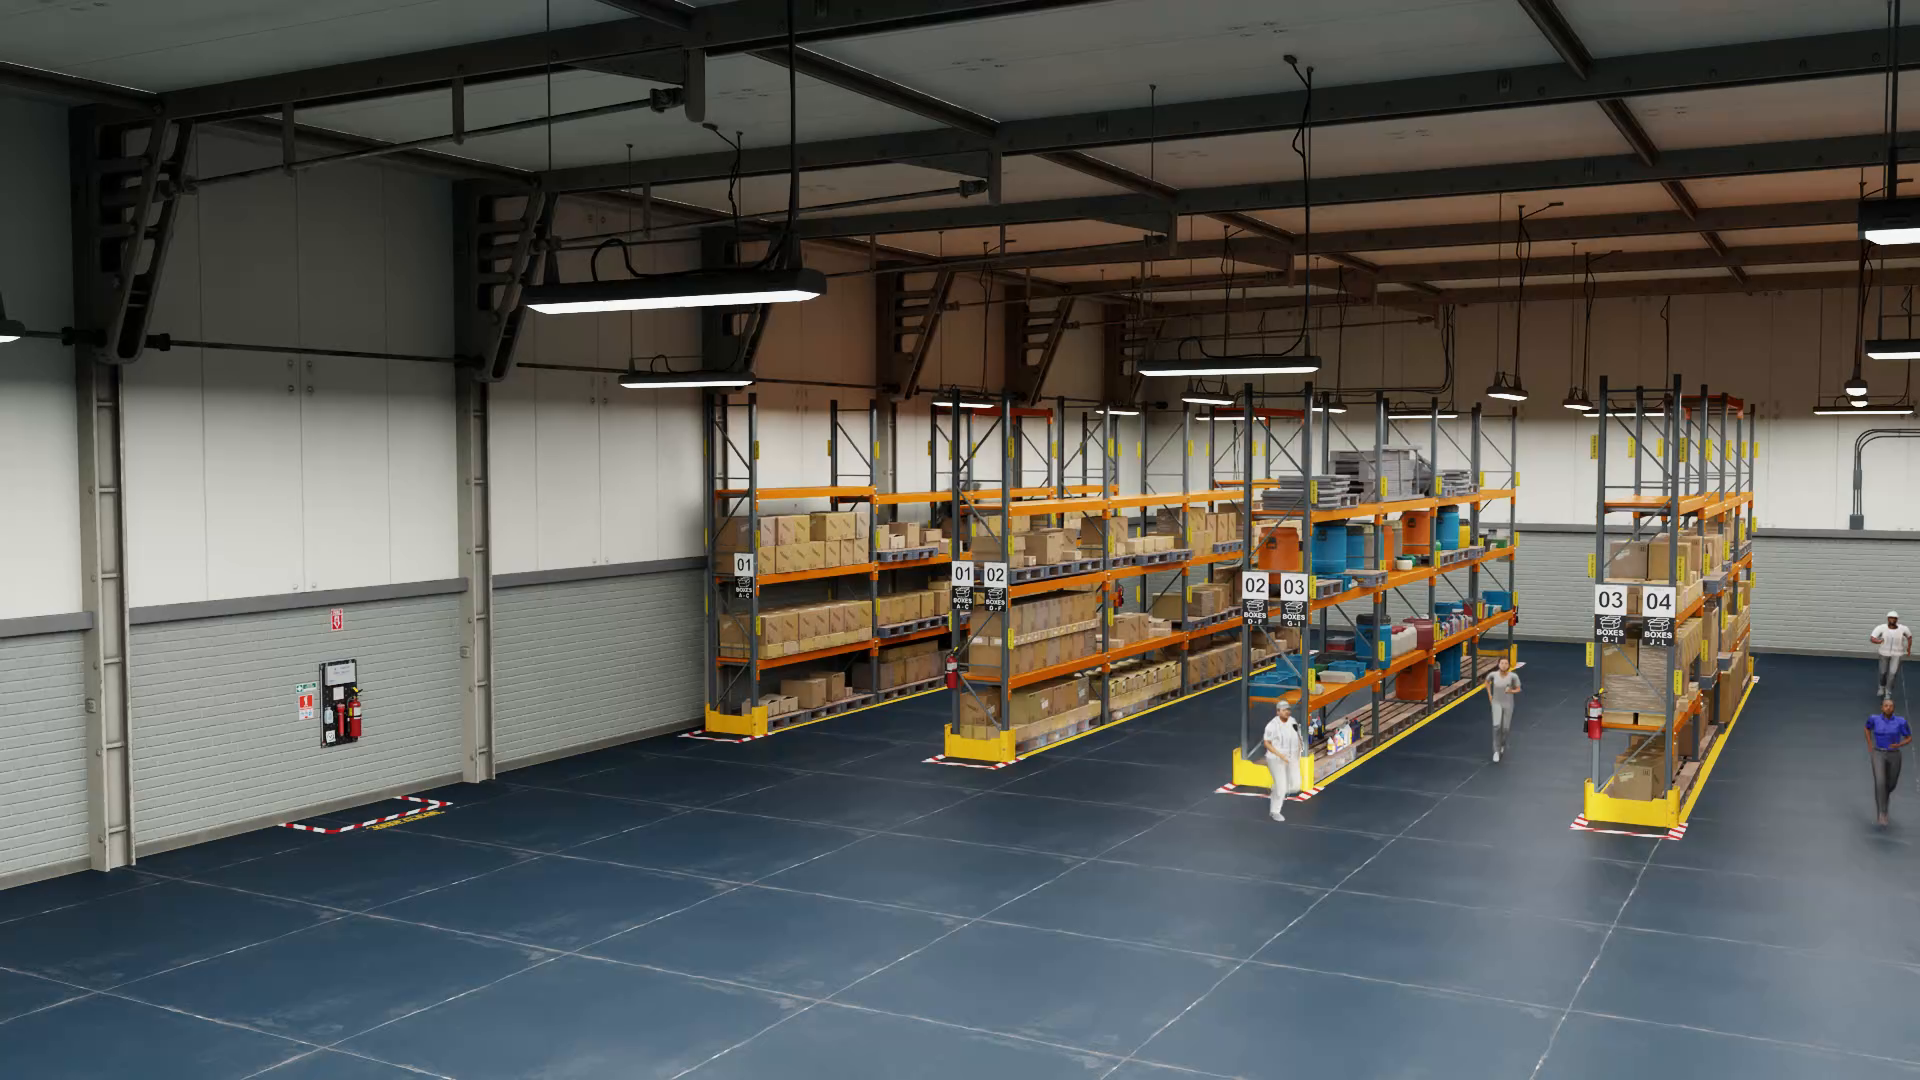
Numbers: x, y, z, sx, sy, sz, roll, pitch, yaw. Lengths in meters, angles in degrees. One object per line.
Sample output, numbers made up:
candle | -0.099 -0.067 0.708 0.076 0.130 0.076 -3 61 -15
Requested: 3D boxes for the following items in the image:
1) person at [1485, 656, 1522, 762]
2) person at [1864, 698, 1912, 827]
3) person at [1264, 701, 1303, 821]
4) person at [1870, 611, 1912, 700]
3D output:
person | 8.802 2.733 26.950 0.544 1.686 0.797 1 3 12
person | 12.577 2.971 22.533 0.543 1.677 1.057 1 3 21
person | 4.391 2.981 22.566 0.620 1.627 0.619 -1 3 -22
person | 18.567 2.299 33.196 0.731 1.771 0.926 2 4 32
